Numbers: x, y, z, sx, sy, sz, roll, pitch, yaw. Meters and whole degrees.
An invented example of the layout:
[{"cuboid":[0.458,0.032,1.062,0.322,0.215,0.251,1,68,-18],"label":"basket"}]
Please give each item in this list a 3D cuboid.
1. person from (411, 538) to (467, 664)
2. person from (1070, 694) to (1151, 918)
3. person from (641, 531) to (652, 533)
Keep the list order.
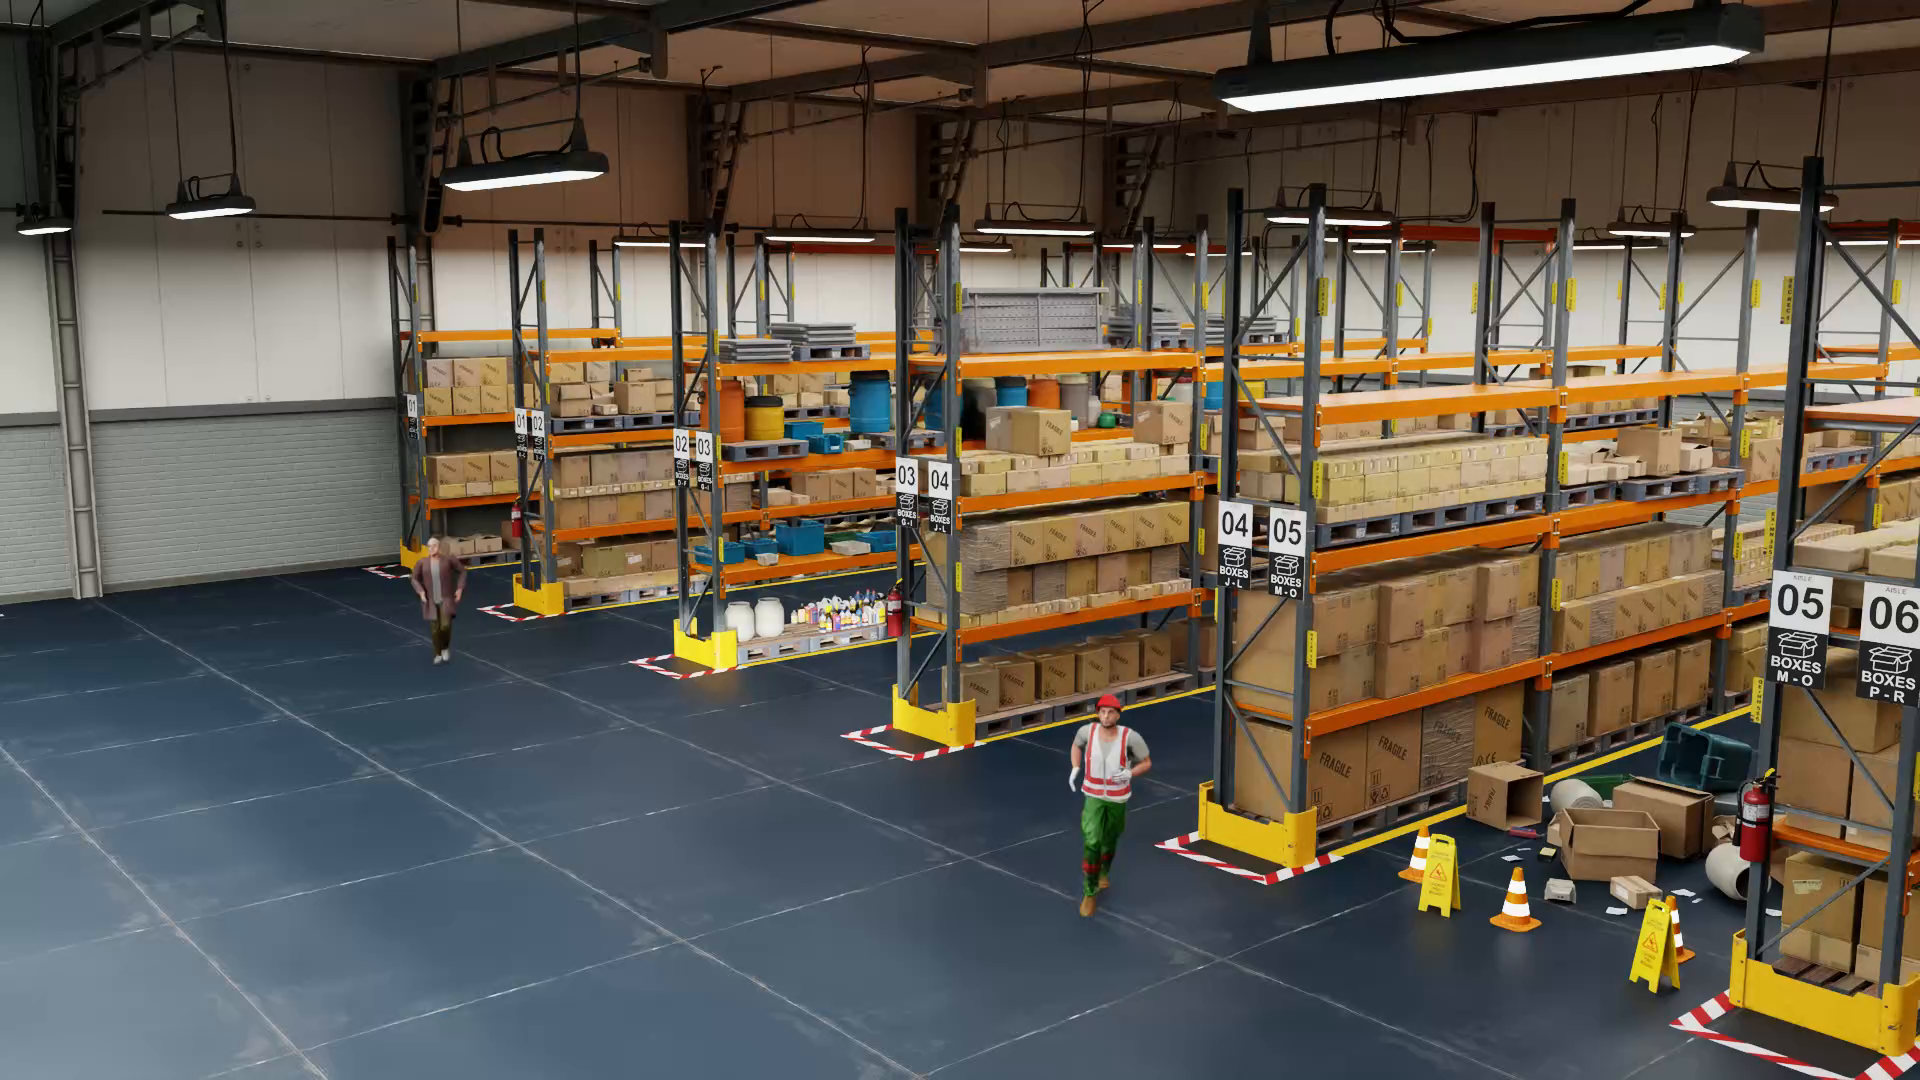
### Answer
[{"cuboid":[-7.099,0.841,22.633,0.722,1.737,0.607,-2,9,-10],"label":"person"},{"cuboid":[1.251,2.168,13.874,0.676,1.844,0.743,1,9,8],"label":"person"},{"cuboid":[-5.641,-0.218,29.917,0.573,1.602,0.587,7,11,38],"label":"person"}]
